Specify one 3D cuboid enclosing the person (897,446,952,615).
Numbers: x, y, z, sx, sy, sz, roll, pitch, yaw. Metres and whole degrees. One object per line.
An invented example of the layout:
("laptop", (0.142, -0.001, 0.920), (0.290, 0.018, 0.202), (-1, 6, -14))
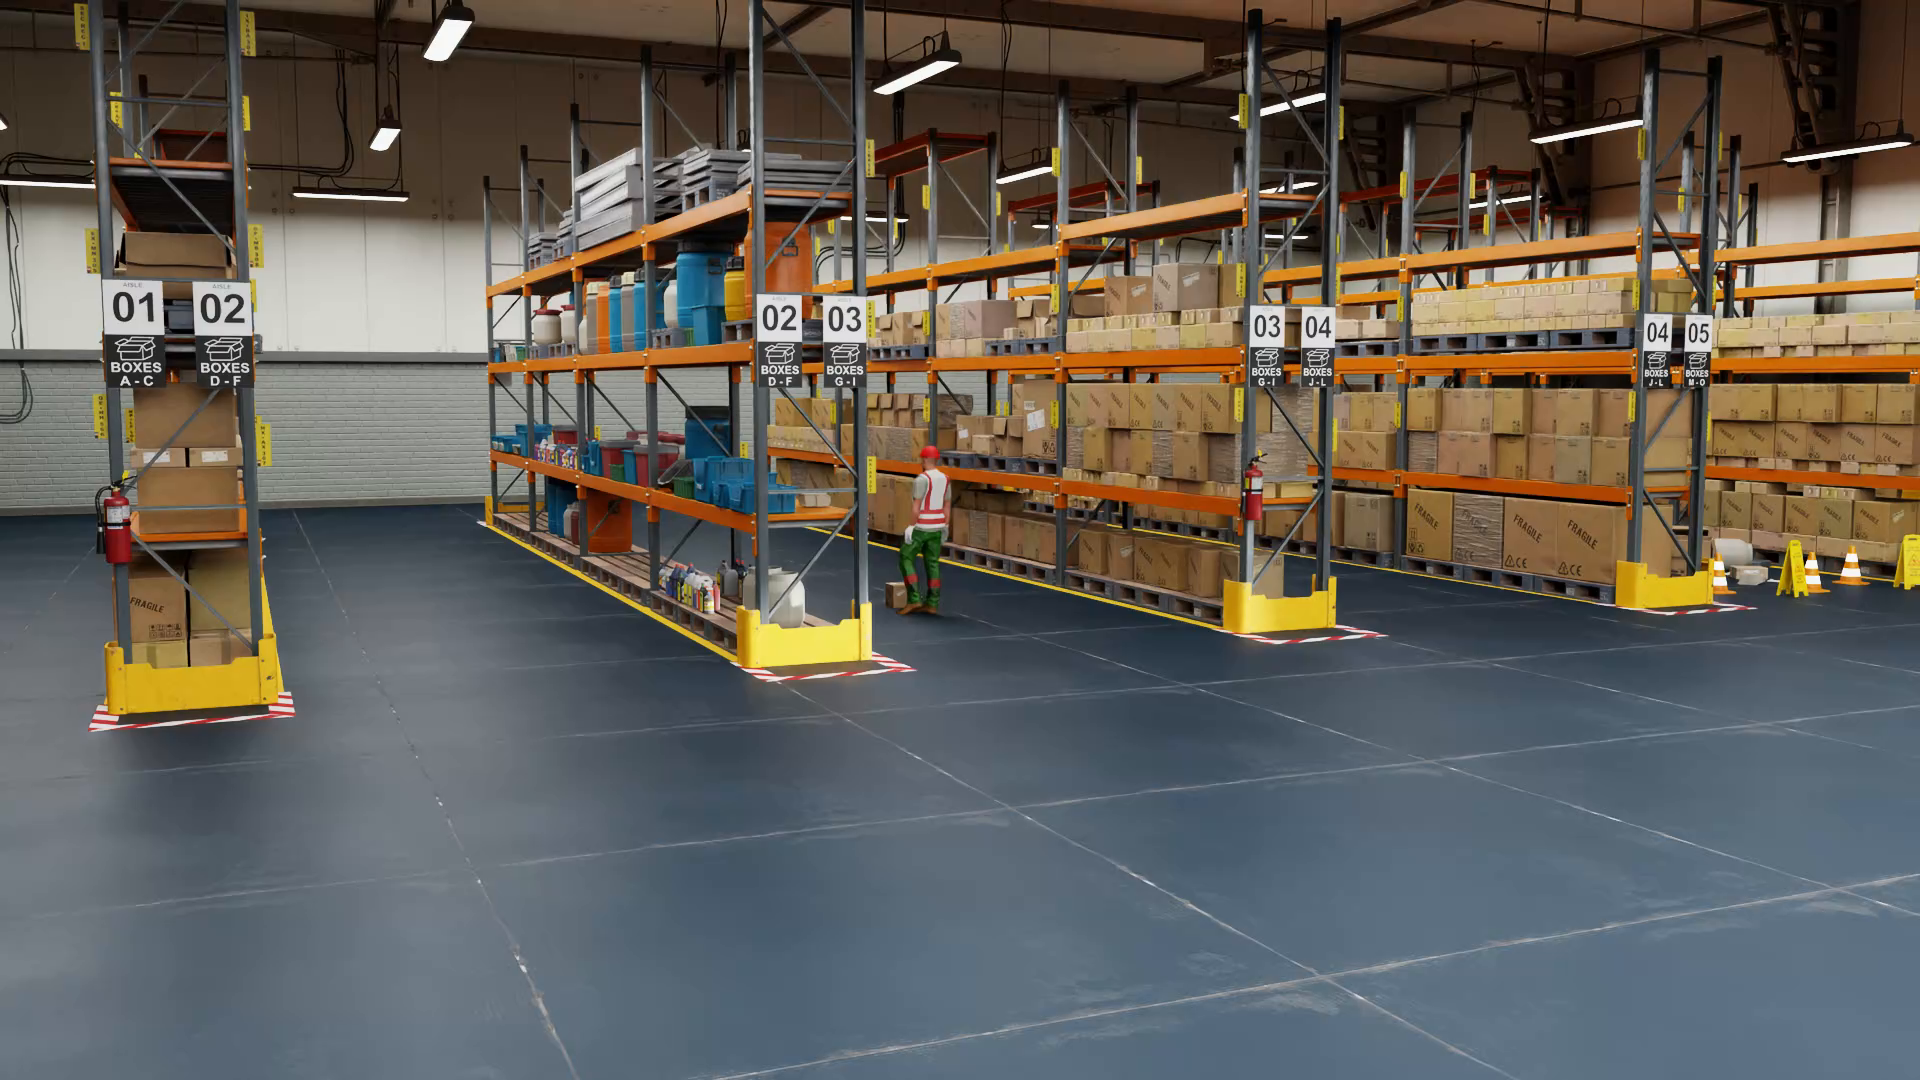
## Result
("person", (-0.383, -0.098, 17.715), (0.423, 1.815, 0.576), (4, 7, 40))
